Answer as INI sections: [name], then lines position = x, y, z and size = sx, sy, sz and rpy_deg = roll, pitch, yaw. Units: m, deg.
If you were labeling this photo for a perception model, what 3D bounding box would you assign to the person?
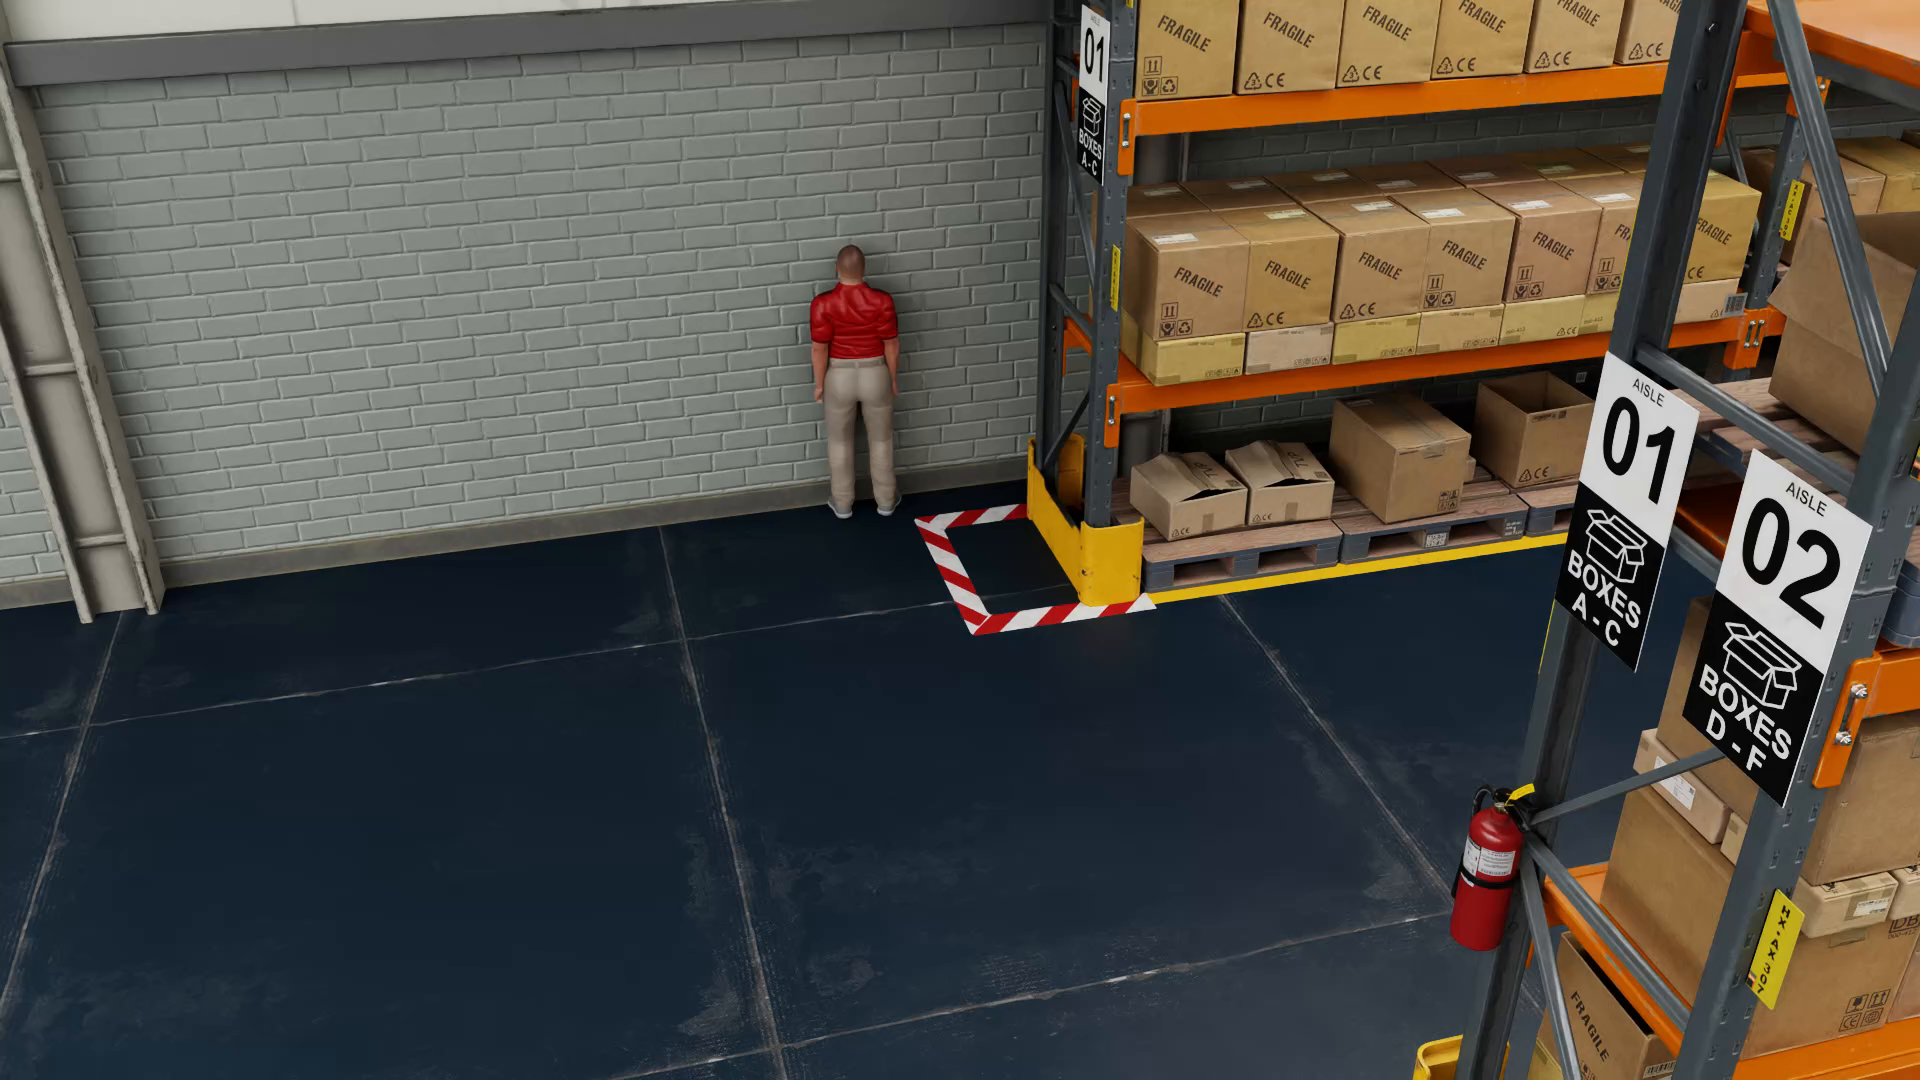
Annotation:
[person]
position = -0.616, -0.940, 9.884
size = 0.523, 1.728, 0.381
rpy_deg = -3, 30, -6
